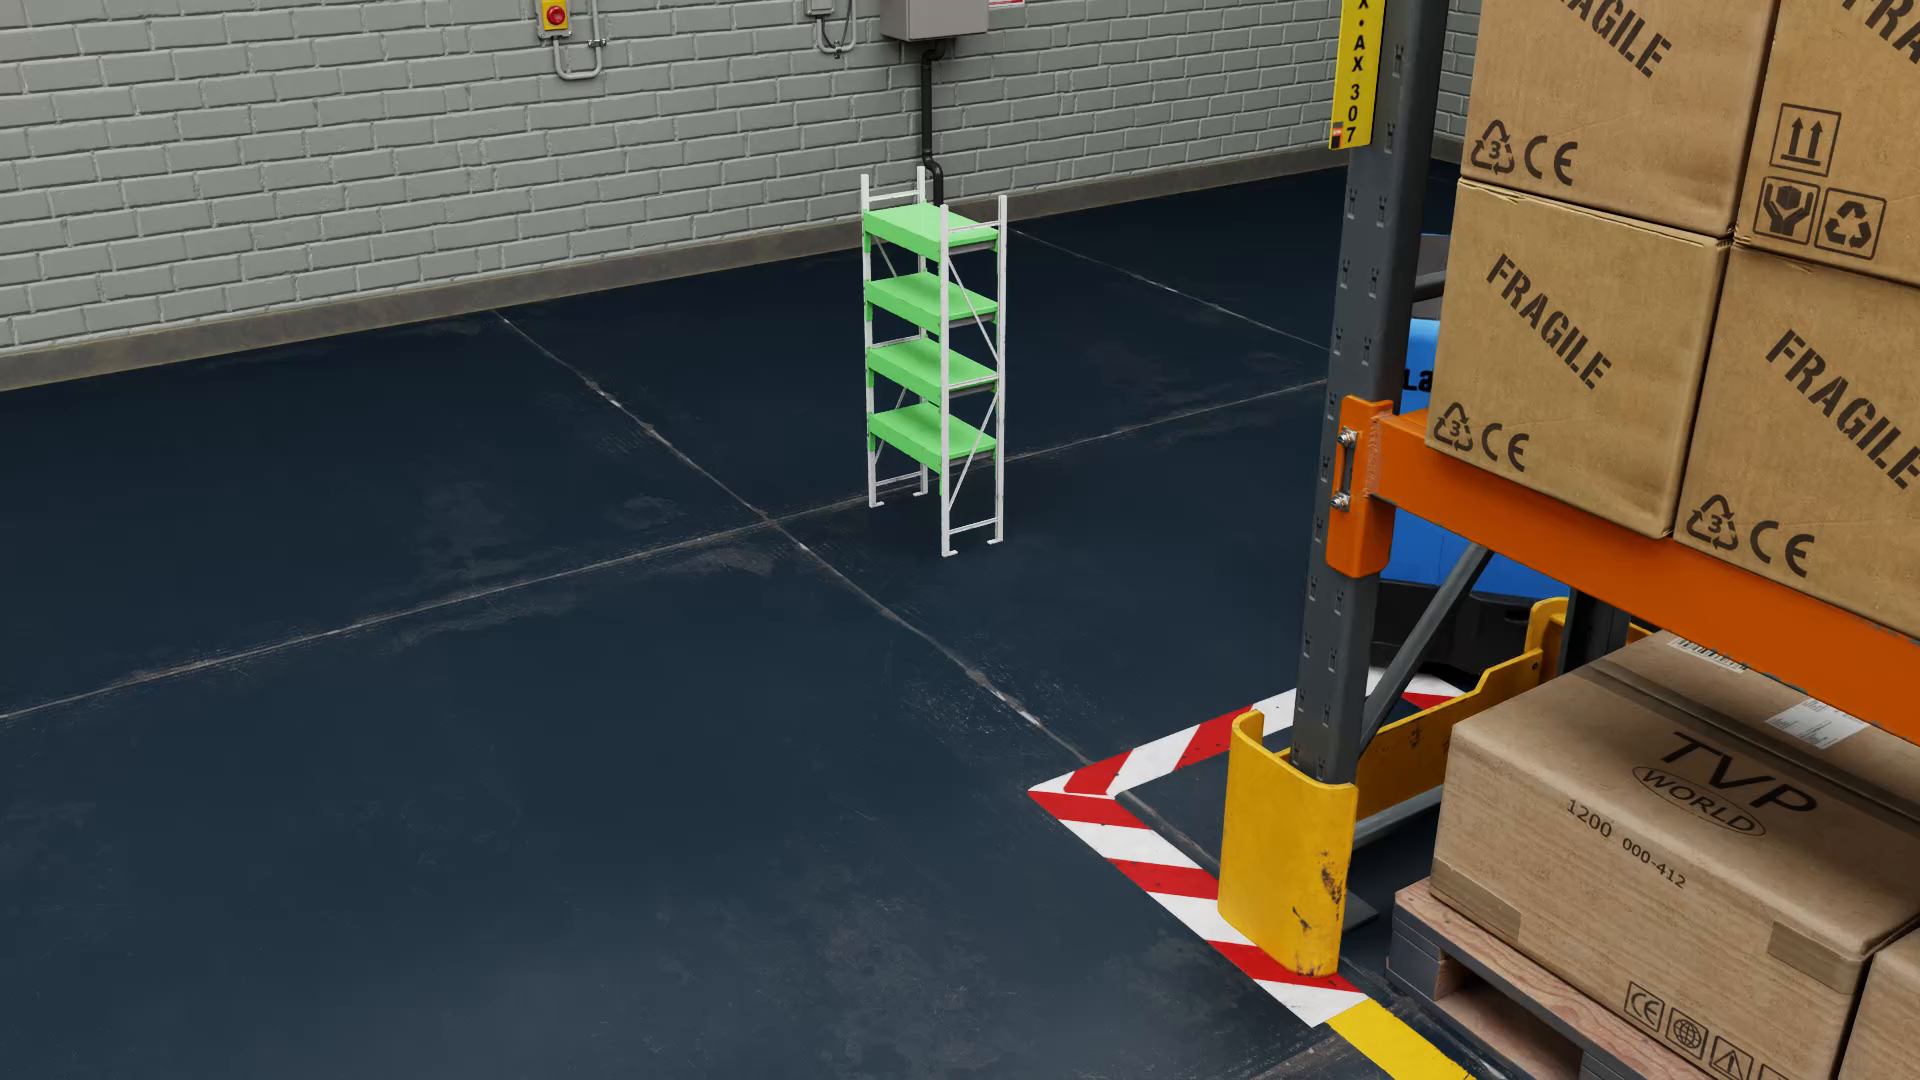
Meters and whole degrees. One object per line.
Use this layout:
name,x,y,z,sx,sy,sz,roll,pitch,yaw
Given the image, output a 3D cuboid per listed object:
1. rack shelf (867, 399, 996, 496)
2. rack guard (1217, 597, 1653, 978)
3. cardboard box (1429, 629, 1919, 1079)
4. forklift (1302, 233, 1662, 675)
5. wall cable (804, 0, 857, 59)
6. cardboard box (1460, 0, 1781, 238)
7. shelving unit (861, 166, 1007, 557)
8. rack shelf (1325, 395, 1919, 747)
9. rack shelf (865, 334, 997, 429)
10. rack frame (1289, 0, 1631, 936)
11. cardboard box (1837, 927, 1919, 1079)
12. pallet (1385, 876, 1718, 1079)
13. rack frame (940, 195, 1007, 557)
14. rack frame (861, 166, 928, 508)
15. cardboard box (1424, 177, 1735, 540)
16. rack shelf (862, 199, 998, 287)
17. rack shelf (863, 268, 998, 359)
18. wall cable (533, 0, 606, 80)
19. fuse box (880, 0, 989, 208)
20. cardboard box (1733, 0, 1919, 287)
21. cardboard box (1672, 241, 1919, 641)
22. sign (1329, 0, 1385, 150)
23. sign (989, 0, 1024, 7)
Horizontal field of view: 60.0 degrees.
rack shelf,-0.090,-0.327,5.749,0.258,0.148,0.480,-16,29,-30
rack guard,1.164,0.559,3.979,1.175,0.500,0.348,-16,29,-30
cardboard box,1.621,0.619,3.434,0.875,0.438,0.875,-17,30,-31
forklift,2.603,-0.979,4.391,3.031,2.935,1.130,7,26,15
wall cable,-0.739,-3.368,8.180,0.588,1.984,0.122,-16,29,-30
cardboard box,1.200,-0.822,2.688,0.500,0.500,0.500,-16,30,-31
shelving unit,-0.090,-0.602,5.619,0.258,1.200,0.503,-16,29,-30
rack shelf,2.269,0.478,2.066,1.077,0.370,4.000,-16,29,-30
rack shelf,-0.090,-0.544,5.647,0.258,0.148,0.480,-16,29,-30
rack frame,1.177,-0.562,3.428,1.000,3.000,0.127,-16,29,-30
cardboard box,2.128,0.945,2.745,0.875,0.438,0.875,-15,29,-28
pallet,1.679,0.966,3.456,1.003,0.211,1.213,-16,29,-30
rack frame,0.043,-0.515,5.434,0.240,1.200,0.015,-16,29,-30
rack frame,-0.224,-0.689,5.804,0.240,1.200,0.015,-16,29,-30
cardboard box,1.198,-0.369,2.901,0.500,0.500,0.500,-16,30,-30
rack shelf,-0.090,-0.978,5.442,0.258,0.148,0.480,-16,29,-30
rack shelf,-0.090,-0.761,5.544,0.258,0.148,0.480,-16,29,-30
wall cable,-1.921,-3.047,7.465,0.585,1.953,0.123,-16,29,-30
fuse box,-0.081,-2.428,8.890,0.539,1.711,0.414,-16,29,-30
cardboard box,1.488,-0.638,2.300,0.500,0.500,0.500,-16,30,-31
cardboard box,1.498,-0.195,2.531,0.500,0.500,0.500,-16,30,-30
sign,0.709,-0.862,2.956,0.100,0.325,0.005,-16,29,-30
sign,0.220,-3.157,9.036,0.329,0.494,0.001,-16,29,-30
